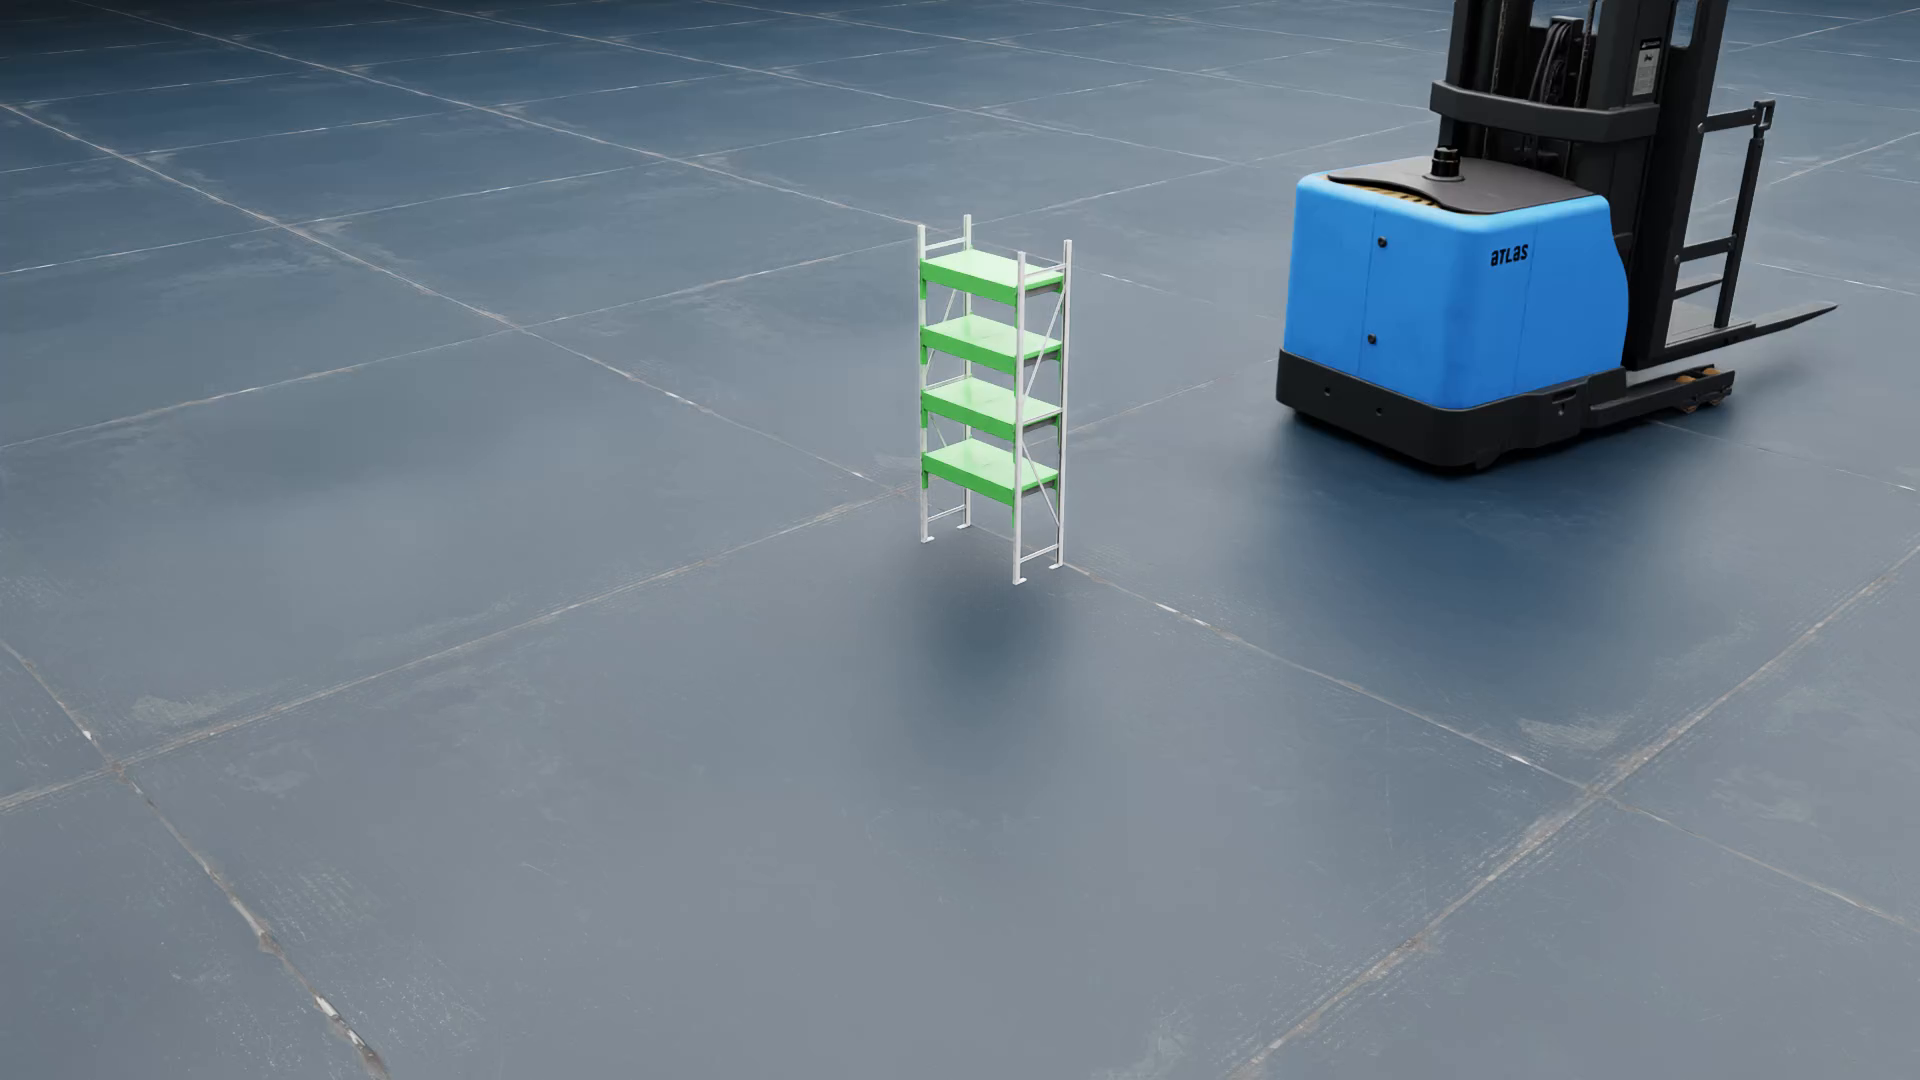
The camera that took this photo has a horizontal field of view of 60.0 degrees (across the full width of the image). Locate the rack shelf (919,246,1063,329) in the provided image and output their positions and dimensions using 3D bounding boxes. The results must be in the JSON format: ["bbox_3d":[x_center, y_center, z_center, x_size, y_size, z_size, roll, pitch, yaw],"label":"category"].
[{"bbox_3d":[0.113,-0.874,5.718,0.258,0.148,0.480,-21,32,-38],"label":"rack shelf"}]

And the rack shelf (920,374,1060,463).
[{"bbox_3d":[0.113,-0.438,5.918,0.258,0.148,0.480,-21,32,-38],"label":"rack shelf"}]

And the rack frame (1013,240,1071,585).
[{"bbox_3d":[0.280,-0.422,5.729,0.240,1.200,0.015,-21,32,-38],"label":"rack frame"}]

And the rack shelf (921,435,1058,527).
[{"bbox_3d":[0.113,-0.219,6.017,0.258,0.148,0.480,-21,32,-38],"label":"rack shelf"}]

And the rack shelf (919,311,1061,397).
[{"bbox_3d":[0.113,-0.656,5.818,0.258,0.148,0.480,-21,32,-38],"label":"rack shelf"}]

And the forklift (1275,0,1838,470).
[{"bbox_3d":[2.929,-2.074,7.266,3.031,2.935,1.130,-15,29,-30],"label":"forklift"}]

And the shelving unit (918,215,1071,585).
[{"bbox_3d":[0.113,-0.496,5.891,0.258,1.200,0.503,-21,32,-38],"label":"shelving unit"}]

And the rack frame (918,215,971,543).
[{"bbox_3d":[-0.054,-0.570,6.053,0.240,1.200,0.015,-21,32,-38],"label":"rack frame"}]
